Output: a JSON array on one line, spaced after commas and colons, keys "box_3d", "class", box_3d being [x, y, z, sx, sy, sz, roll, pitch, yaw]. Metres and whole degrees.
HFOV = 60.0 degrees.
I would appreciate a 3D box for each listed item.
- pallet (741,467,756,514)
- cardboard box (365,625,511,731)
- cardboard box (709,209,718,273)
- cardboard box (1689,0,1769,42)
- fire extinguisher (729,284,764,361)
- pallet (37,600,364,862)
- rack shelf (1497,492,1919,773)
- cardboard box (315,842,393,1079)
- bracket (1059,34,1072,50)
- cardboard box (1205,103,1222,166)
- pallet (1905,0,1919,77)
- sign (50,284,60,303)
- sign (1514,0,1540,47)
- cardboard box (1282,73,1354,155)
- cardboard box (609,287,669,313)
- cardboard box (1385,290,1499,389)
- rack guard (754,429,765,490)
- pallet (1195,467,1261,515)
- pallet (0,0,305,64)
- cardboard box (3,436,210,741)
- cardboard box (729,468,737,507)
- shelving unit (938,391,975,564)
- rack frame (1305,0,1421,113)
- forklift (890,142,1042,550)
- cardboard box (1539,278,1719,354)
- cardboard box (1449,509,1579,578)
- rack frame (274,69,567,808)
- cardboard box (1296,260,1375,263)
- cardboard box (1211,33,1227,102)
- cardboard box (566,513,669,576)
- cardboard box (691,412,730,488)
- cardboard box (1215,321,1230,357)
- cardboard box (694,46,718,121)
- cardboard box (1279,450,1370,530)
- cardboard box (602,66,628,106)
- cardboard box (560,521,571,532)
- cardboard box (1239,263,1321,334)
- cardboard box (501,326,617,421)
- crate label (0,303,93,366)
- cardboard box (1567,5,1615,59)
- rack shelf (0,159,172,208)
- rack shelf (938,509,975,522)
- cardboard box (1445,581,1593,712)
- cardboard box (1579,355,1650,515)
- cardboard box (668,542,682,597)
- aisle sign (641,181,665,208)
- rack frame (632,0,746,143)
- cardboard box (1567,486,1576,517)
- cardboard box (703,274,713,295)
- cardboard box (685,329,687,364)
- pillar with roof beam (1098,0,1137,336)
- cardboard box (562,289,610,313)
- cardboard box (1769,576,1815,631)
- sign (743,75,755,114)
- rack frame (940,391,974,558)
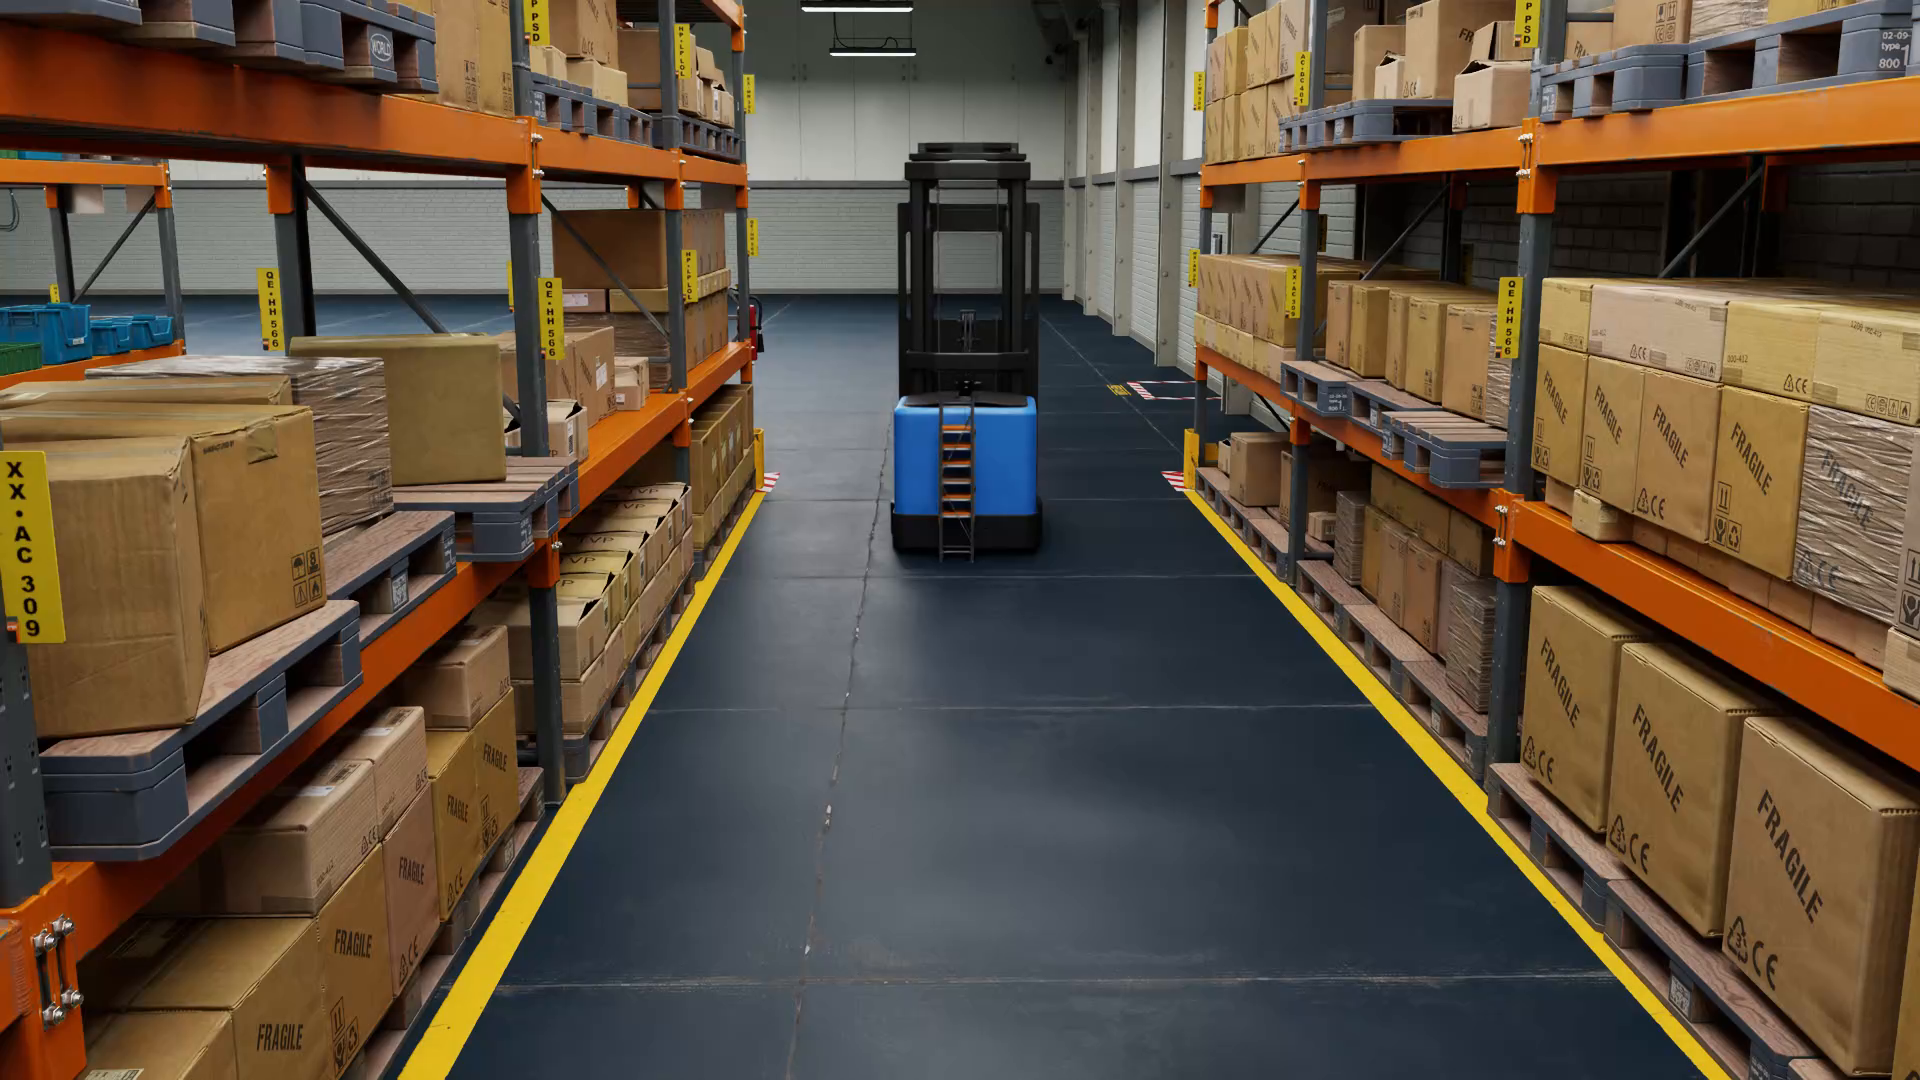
[{"box_3d": [-2.291, -0.425, 14.125, 1.003, 0.211, 1.213, 0, 11, -1], "class": "pallet"}, {"box_3d": [-1.924, 0.484, 5.921, 0.500, 0.250, 0.500, 0, 11, 1], "class": "cardboard box"}, {"box_3d": [-2.335, -2.421, 13.433, 0.700, 0.500, 0.500, -1, 11, -3], "class": "cardboard box"}, {"box_3d": [2.900, -1.908, 5.518, 0.700, 0.500, 0.500, -1, 12, -4], "class": "cardboard box"}, {"box_3d": [-1.887, -1.931, 14.729, 0.296, 0.674, 0.183, 0, 11, -1], "class": "fire extinguisher"}, {"box_3d": [-2.008, 0.376, 3.643, 1.003, 0.211, 1.213, 0, 11, -1], "class": "pallet"}, {"box_3d": [2.810, 0.375, 4.973, 1.077, 0.370, 4.000, 0, 11, -1], "class": "rack shelf"}, {"box_3d": [-1.892, 1.148, 4.534, 0.500, 0.500, 0.500, 0, 11, 0], "class": "cardboard box"}, {"box_3d": [2.570, -11.901, 39.534, 0.076, 0.066, 4.783, 0, 11, -1], "class": "bracket"}, {"box_3d": [2.360, -3.426, 14.057, 0.500, 0.500, 0.500, 0, 11, 0], "class": "cardboard box"}, {"box_3d": [2.783, -1.138, 3.560, 0.805, 0.209, 1.217, -1, 11, -3], "class": "pallet"}, {"box_3d": [-7.852, -2.058, 14.465, 0.100, 0.325, 0.005, 0, 11, -1], "class": "sign"}, {"box_3d": [2.226, -2.096, 6.503, 0.100, 0.325, 0.005, 0, 11, -1], "class": "sign"}, {"box_3d": [2.428, -2.799, 10.963, 0.500, 0.500, 0.500, 0, 11, 0], "class": "cardboard box"}, {"box_3d": [-2.078, -1.570, 10.870, 0.380, 0.149, 0.250, 0, 11, -1], "class": "cardboard box"}, {"box_3d": [2.712, -1.091, 9.036, 0.700, 0.500, 0.500, 1, 12, 7], "class": "cardboard box"}, {"box_3d": [-2.350, -0.724, 14.868, 1.175, 0.500, 0.348, 0, 11, -1], "class": "rack guard"}, {"box_3d": [2.586, -0.422, 14.106, 1.003, 0.211, 1.213, 0, 11, -1], "class": "pallet"}, {"box_3d": [-2.044, -1.066, 3.199, 1.213, 0.211, 1.003, 0, 11, -1], "class": "pallet"}, {"box_3d": [-1.887, 0.092, 3.255, 0.700, 0.500, 0.500, -4, 12, -20], "class": "cardboard box"}, {"box_3d": [-2.000, -0.399, 12.839, 0.500, 0.250, 0.500, 0, 11, -1], "class": "cardboard box"}, {"box_3d": [-0.022, -0.441, 11.716, 0.258, 1.200, 0.189, 0, 11, 1], "class": "shelving unit"}, {"box_3d": [2.686, -4.110, 10.184, 1.000, 3.000, 0.127, 0, 11, -1], "class": "rack frame"}, {"box_3d": [0.073, -1.610, 13.123, 1.130, 2.935, 3.031, 0, 11, 1], "class": "forklift"}, {"box_3d": [2.521, -0.850, 6.267, 0.500, 0.250, 0.500, 0, 11, 0], "class": "cardboard box"}, {"box_3d": [2.753, 0.011, 8.256, 0.500, 0.250, 0.500, 0, 11, 0], "class": "cardboard box"}, {"box_3d": [-2.184, -0.354, 6.758, 1.000, 3.000, 0.127, 0, 11, -1], "class": "rack frame"}, {"box_3d": [2.852, -1.873, 12.688, 0.500, 0.500, 0.500, 0, 11, 0], "class": "cardboard box"}, {"box_3d": [2.328, -3.806, 13.416, 0.500, 0.500, 0.500, 0, 11, -2], "class": "cardboard box"}, {"box_3d": [-1.946, 0.000, 9.463, 0.500, 0.311, 0.500, 0, 11, -1], "class": "cardboard box"}, {"box_3d": [-1.984, -0.667, 12.275, 0.500, 0.500, 0.500, 0, 11, -1], "class": "cardboard box"}, {"box_3d": [2.326, -1.598, 13.221, 0.500, 0.250, 0.500, 0, 11, -2], "class": "cardboard box"}, {"box_3d": [-2.174, -3.272, 11.929, 0.797, 0.503, 0.637, 1, 12, 5], "class": "cardboard box"}, {"box_3d": [2.625, -0.367, 12.002, 0.500, 0.500, 0.500, -1, 12, -5], "class": "cardboard box"}, {"box_3d": [-2.263, -2.629, 9.748, 0.500, 0.250, 0.500, 1, 12, 5], "class": "cardboard box"}, {"box_3d": [-2.490, 0.004, 9.445, 0.500, 0.311, 0.500, -1, 11, -3], "class": "cardboard box"}, {"box_3d": [2.351, -1.766, 12.159, 0.500, 0.500, 0.500, -1, 11, -3], "class": "cardboard box"}, {"box_3d": [-2.256, -0.940, 9.398, 0.500, 0.500, 0.500, 1, 11, 3], "class": "cardboard box"}, {"box_3d": [-6.993, -1.577, 12.698, 0.502, 0.435, 0.616, 0, 11, -1], "class": "crate label"}, {"box_3d": [2.984, -2.048, 7.262, 0.500, 0.500, 0.500, 0, 11, -1], "class": "cardboard box"}, {"box_3d": [-7.260, -2.644, 12.313, 1.077, 0.370, 4.000, 0, 11, -1], "class": "rack shelf"}, {"box_3d": [-0.022, -0.162, 11.773, 0.258, 0.103, 0.180, 0, 11, 1], "class": "rack shelf"}, {"box_3d": [2.702, 0.492, 7.771, 0.700, 0.500, 0.500, 0, 11, 0], "class": "cardboard box"}, {"box_3d": [2.524, -0.378, 5.826, 0.500, 0.500, 0.500, 0, 11, 1], "class": "cardboard box"}, {"box_3d": [-1.959, 0.175, 10.012, 0.500, 0.250, 0.500, 0, 11, -2], "class": "cardboard box"}, {"box_3d": [-2.657, -3.230, 14.396, 0.394, 0.787, 0.004, 0, 11, -1], "class": "aisle sign"}, {"box_3d": [-2.349, -4.884, 14.000, 1.000, 3.000, 0.127, 0, 11, -1], "class": "rack frame"}, {"box_3d": [2.540, -0.145, 6.310, 0.380, 0.149, 0.250, 0, 11, 0], "class": "cardboard box"}, {"box_3d": [-2.122, -1.978, 12.883, 0.380, 0.149, 0.250, 0, 11, 0], "class": "cardboard box"}, {"box_3d": [-2.299, -1.391, 11.618, 0.700, 0.500, 0.500, 0, 11, -2], "class": "cardboard box"}, {"box_3d": [-1.193, -8.330, 30.985, 9.100, 9.000, 0.548, 0, 11, -1], "class": "pillar with roof beam"}, {"box_3d": [-2.486, -1.569, 10.865, 0.380, 0.149, 0.250, 0, 11, -1], "class": "cardboard box"}, {"box_3d": [2.585, 0.162, 4.797, 0.380, 0.149, 0.250, 0, 11, 1], "class": "cardboard box"}, {"box_3d": [-1.806, -3.808, 14.215, 0.100, 0.325, 0.005, 0, 11, -1], "class": "sign"}, {"box_3d": [-0.020, -0.459, 11.806, 0.240, 1.200, 0.006, 0, 11, 1], "class": "rack frame"}]
